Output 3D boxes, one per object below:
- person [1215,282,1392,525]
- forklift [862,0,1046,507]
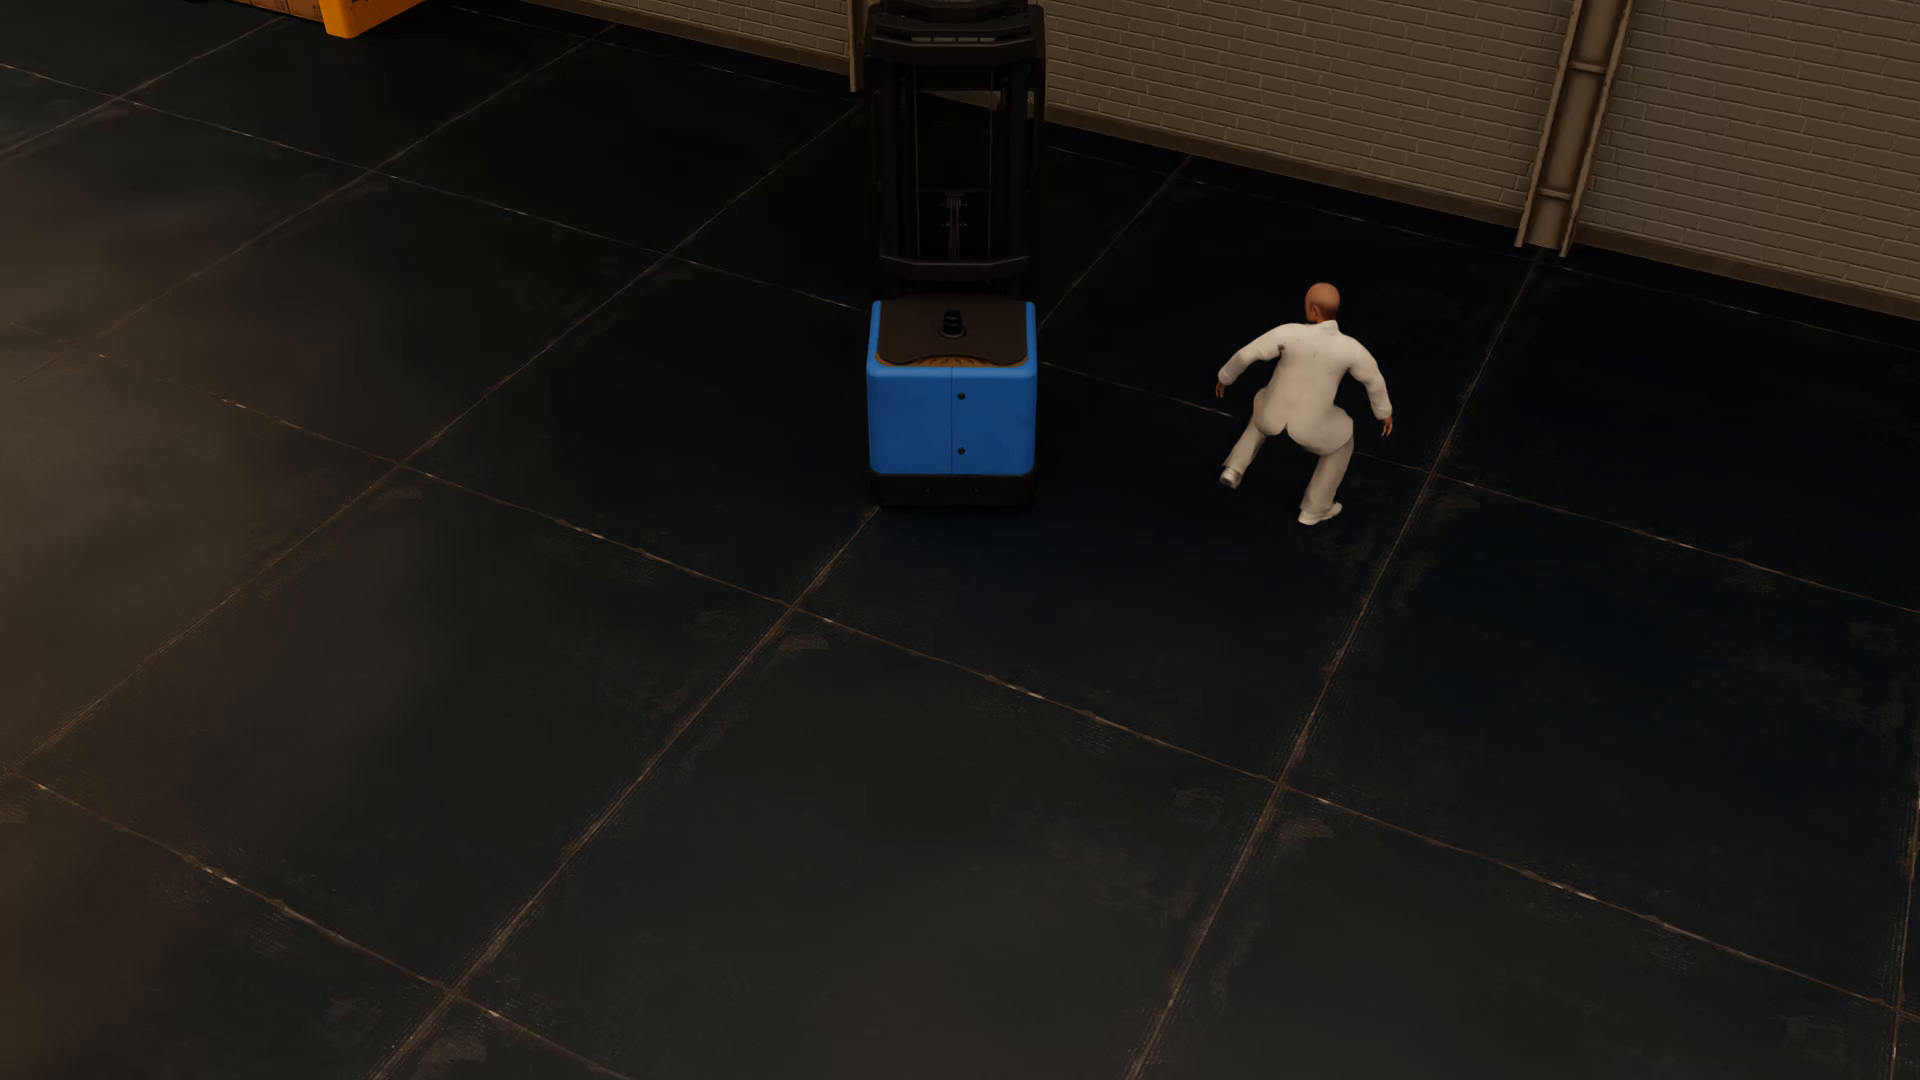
[{"bbox_3d":[2.061,-0.811,9.981,1.026,1.662,0.543,19,44,21],"label":"person"},{"bbox_3d":[-0.031,-2.253,10.661,1.130,2.935,3.031,0,40,1],"label":"forklift"}]
